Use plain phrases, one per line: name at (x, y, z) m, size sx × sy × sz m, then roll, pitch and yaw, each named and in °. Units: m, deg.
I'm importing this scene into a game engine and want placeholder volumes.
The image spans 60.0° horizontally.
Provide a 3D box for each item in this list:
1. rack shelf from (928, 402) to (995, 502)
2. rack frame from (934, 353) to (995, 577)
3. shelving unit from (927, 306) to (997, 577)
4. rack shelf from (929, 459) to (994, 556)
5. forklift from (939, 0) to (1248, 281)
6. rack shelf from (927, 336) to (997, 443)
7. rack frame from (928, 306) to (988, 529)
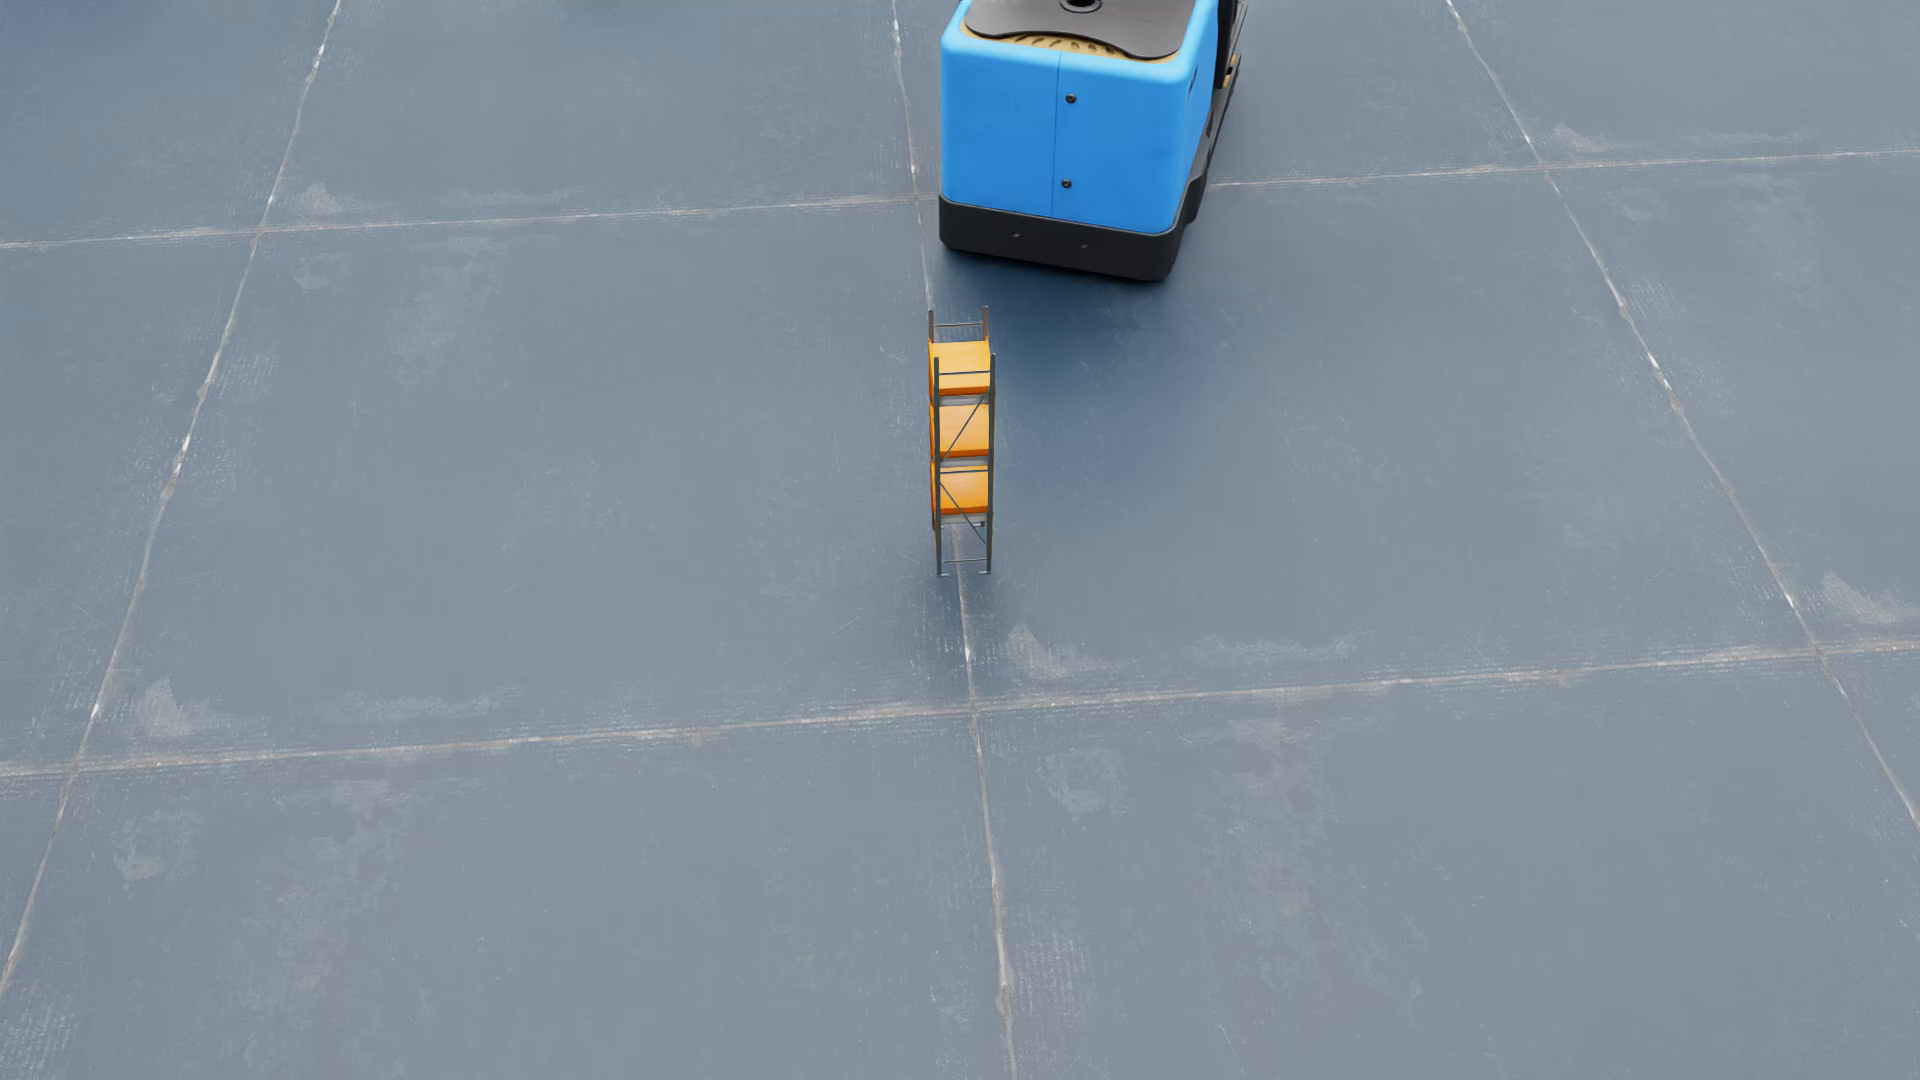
rack shelf at (0.004, -0.315, 5.840) m, size 0.215 × 0.259 × 0.240 m, roll -3°, pitch 47°, yaw -3°
rack frame at (0.015, -0.234, 5.749) m, size 0.200 × 1.050 × 0.008 m, roll -3°, pitch 47°, yaw -3°
shelving unit at (0.004, -0.322, 5.832) m, size 0.215 × 1.050 × 0.252 m, roll -3°, pitch 47°, yaw -3°
rack shelf at (0.004, -0.124, 6.042) m, size 0.215 × 0.259 × 0.240 m, roll -3°, pitch 47°, yaw -3°
forklift at (0.791, -3.226, 7.286) m, size 1.130 × 2.935 × 3.031 m, roll 11°, pitch 48°, yaw 11°
rack shelf at (0.004, -0.510, 5.634) m, size 0.215 × 0.259 × 0.240 m, roll -3°, pitch 47°, yaw -3°
rack frame at (-0.006, -0.411, 5.916) m, size 0.200 × 1.050 × 0.008 m, roll -3°, pitch 47°, yaw -3°
